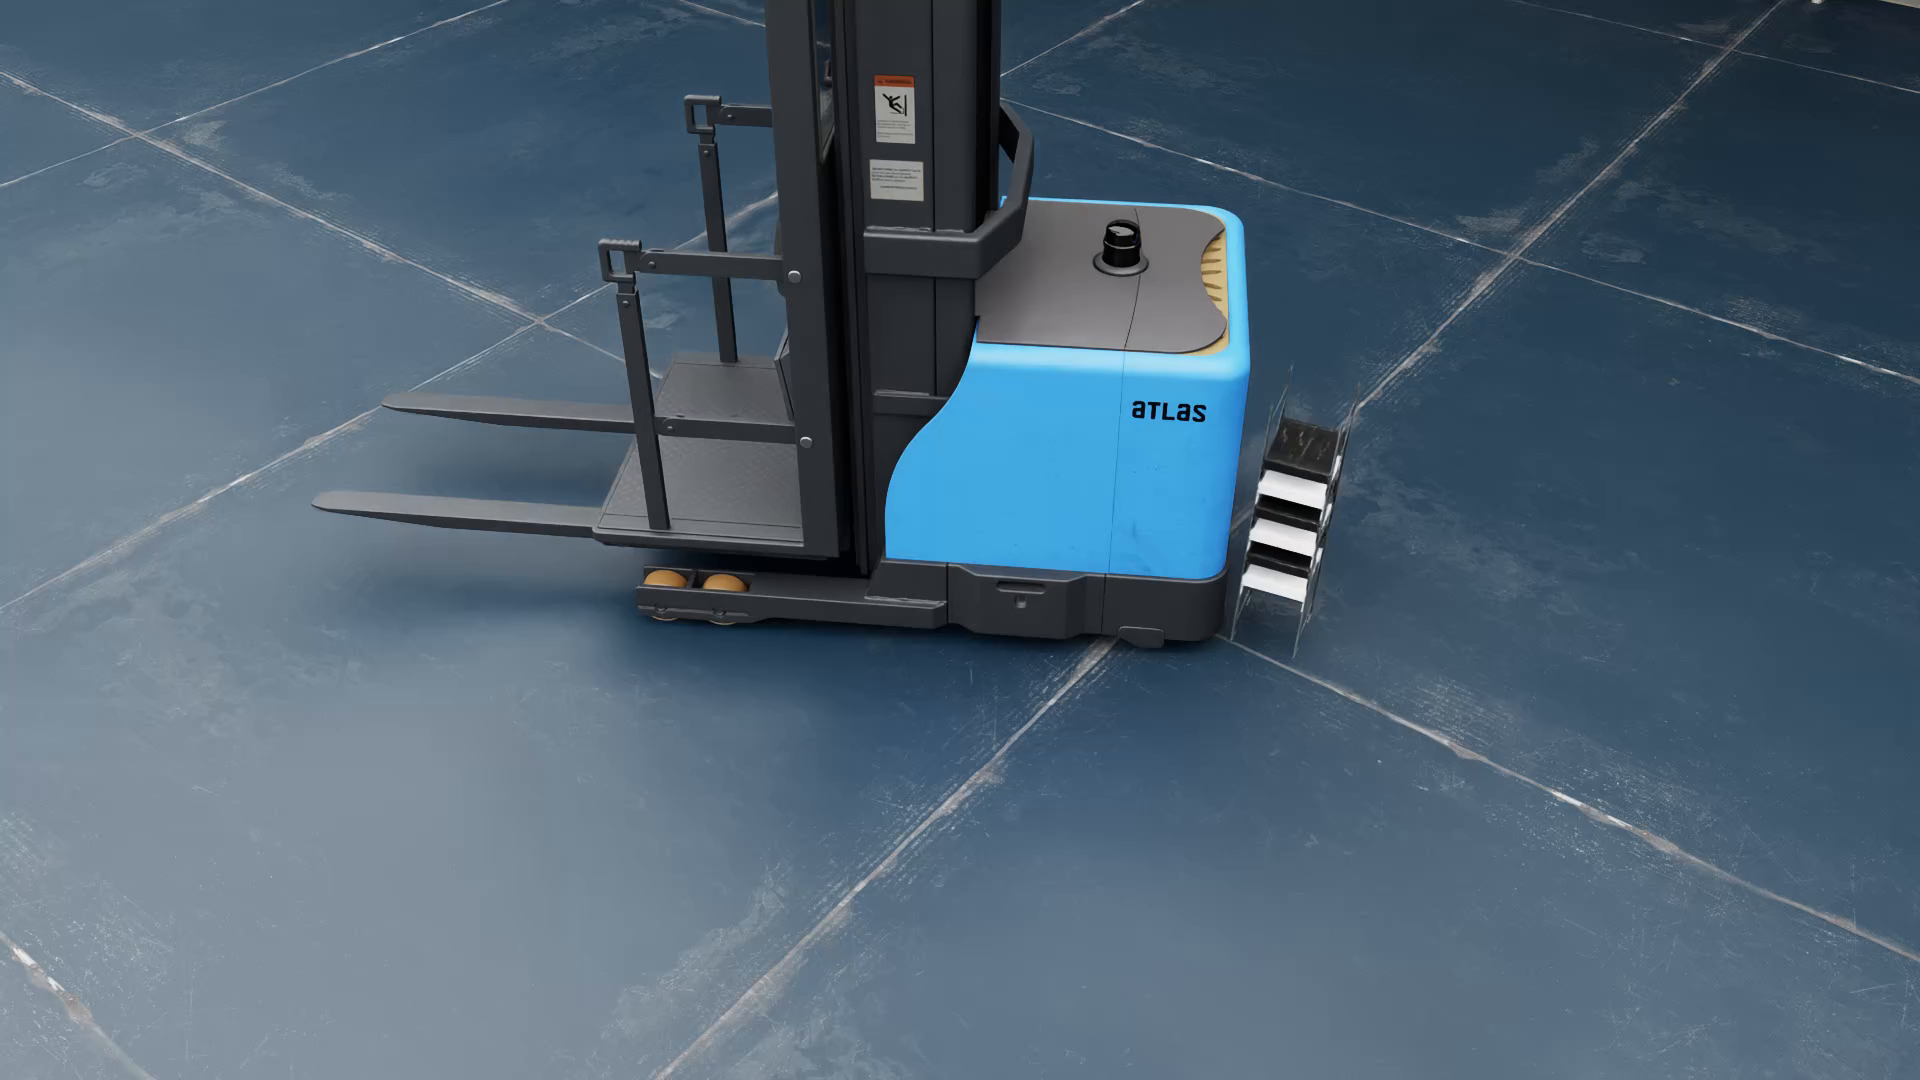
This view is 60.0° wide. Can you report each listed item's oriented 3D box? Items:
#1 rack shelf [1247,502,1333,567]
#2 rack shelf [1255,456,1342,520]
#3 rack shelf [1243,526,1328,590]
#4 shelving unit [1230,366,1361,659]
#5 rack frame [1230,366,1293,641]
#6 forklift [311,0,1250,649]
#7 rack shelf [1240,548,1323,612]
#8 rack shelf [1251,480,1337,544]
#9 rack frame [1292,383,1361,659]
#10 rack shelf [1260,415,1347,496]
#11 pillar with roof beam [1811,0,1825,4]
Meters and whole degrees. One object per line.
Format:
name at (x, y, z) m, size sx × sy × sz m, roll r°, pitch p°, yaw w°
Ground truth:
rack shelf at (1.020, -0.043, 5.124) m, size 0.200 × 0.077 × 0.258 m, roll 16°, pitch 41°, yaw 17°
rack shelf at (1.025, -0.184, 5.012) m, size 0.200 × 0.077 × 0.258 m, roll 16°, pitch 41°, yaw 17°
rack shelf at (1.017, 0.027, 5.181) m, size 0.200 × 0.077 × 0.258 m, roll 16°, pitch 41°, yaw 17°
shelving unit at (1.021, -0.069, 5.103) m, size 0.210 × 0.900 × 0.258 m, roll 16°, pitch 41°, yaw 17°
rack frame at (0.927, -0.096, 5.133) m, size 0.006 × 0.900 × 0.240 m, roll 16°, pitch 41°, yaw 17°
forklift at (-0.623, -1.197, 4.902) m, size 3.031 × 2.935 × 1.130 m, roll 4°, pitch 38°, yaw 5°
rack shelf at (1.015, 0.097, 5.237) m, size 0.200 × 0.077 × 0.258 m, roll 16°, pitch 41°, yaw 17°
rack shelf at (1.022, -0.113, 5.068) m, size 0.200 × 0.077 × 0.258 m, roll 16°, pitch 41°, yaw 17°
rack frame at (1.114, -0.043, 5.074) m, size 0.006 × 0.900 × 0.240 m, roll 16°, pitch 41°, yaw 17°
rack shelf at (1.027, -0.254, 4.956) m, size 0.200 × 0.077 × 0.258 m, roll 16°, pitch 41°, yaw 17°
pillar with roof beam at (2.383, -4.737, 4.500) m, size 0.400 × 9.000 × 9.100 m, roll 25°, pitch 45°, yaw 29°
